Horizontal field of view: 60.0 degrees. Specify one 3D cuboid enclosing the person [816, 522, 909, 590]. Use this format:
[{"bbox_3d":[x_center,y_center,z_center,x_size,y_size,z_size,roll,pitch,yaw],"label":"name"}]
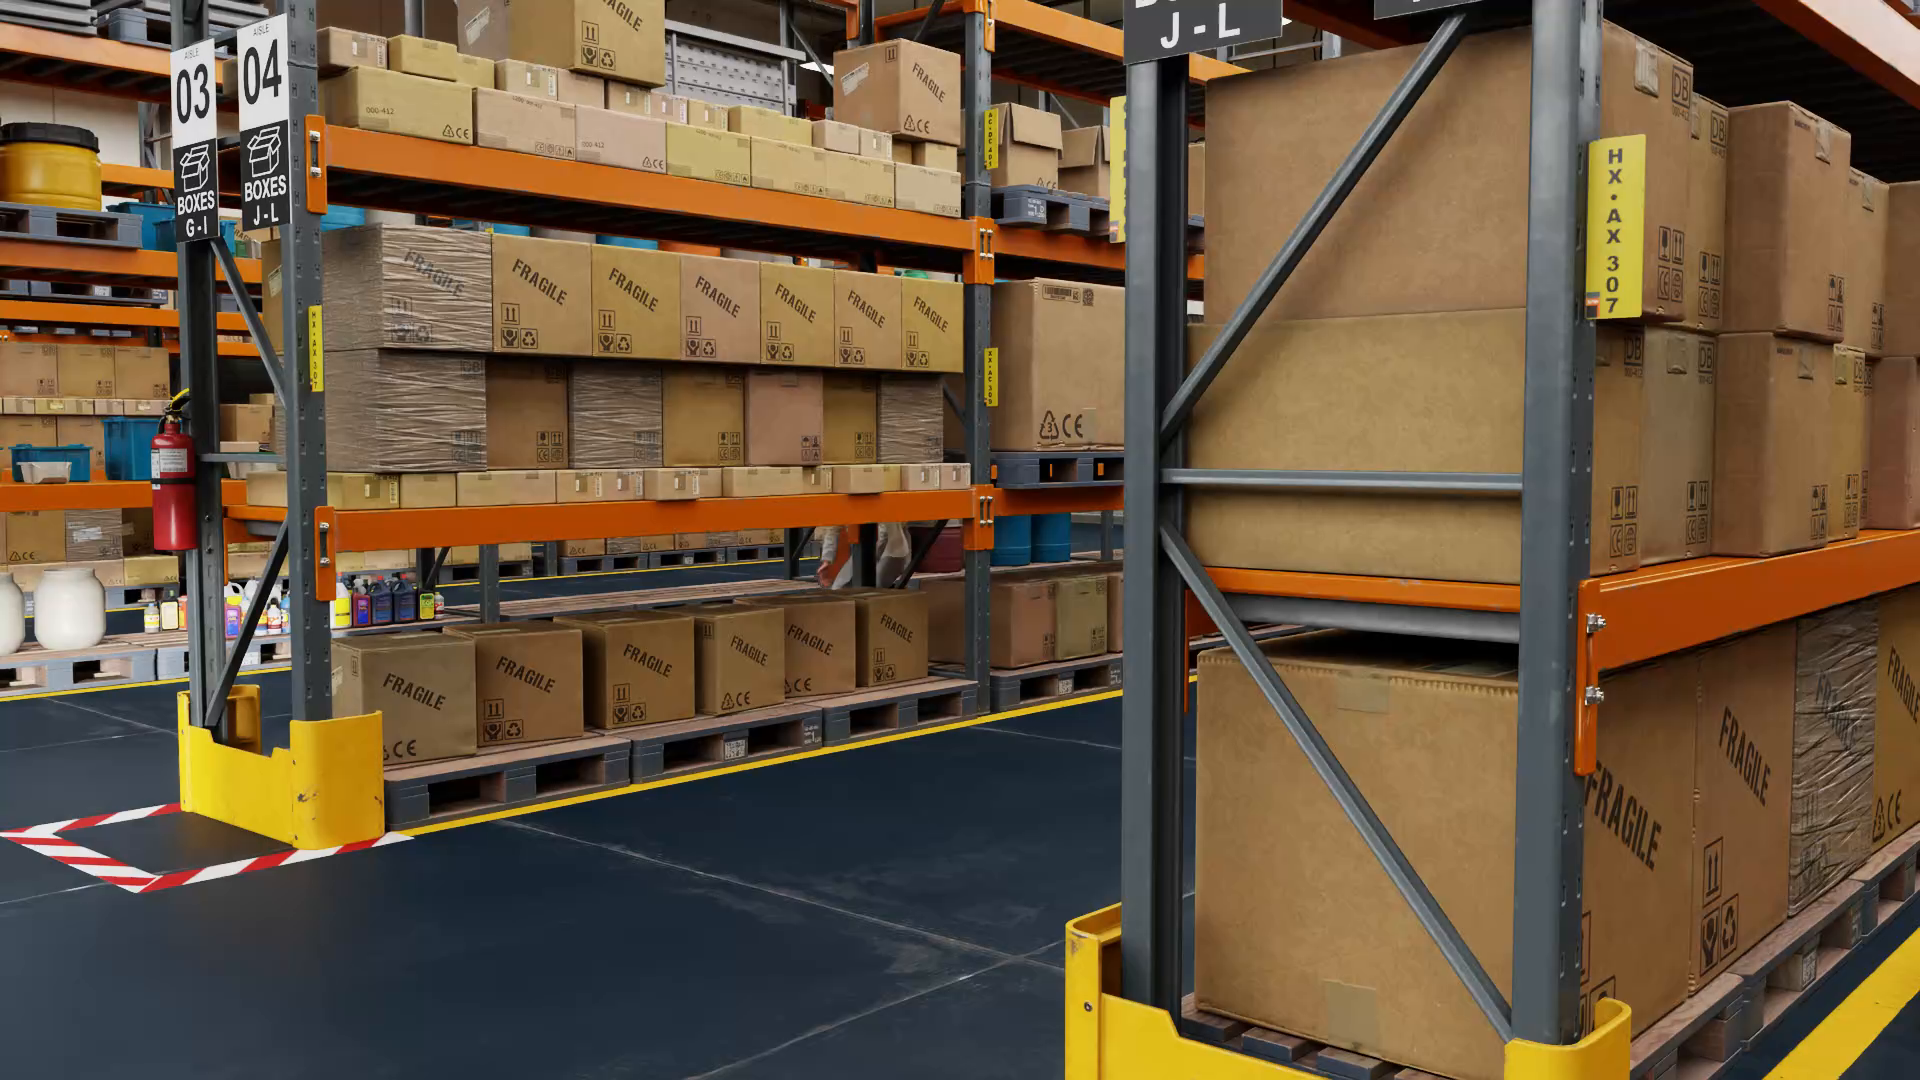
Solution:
[{"bbox_3d":[-0.696,0.131,12.065,0.591,1.449,0.753,3,5,41],"label":"person"}]
